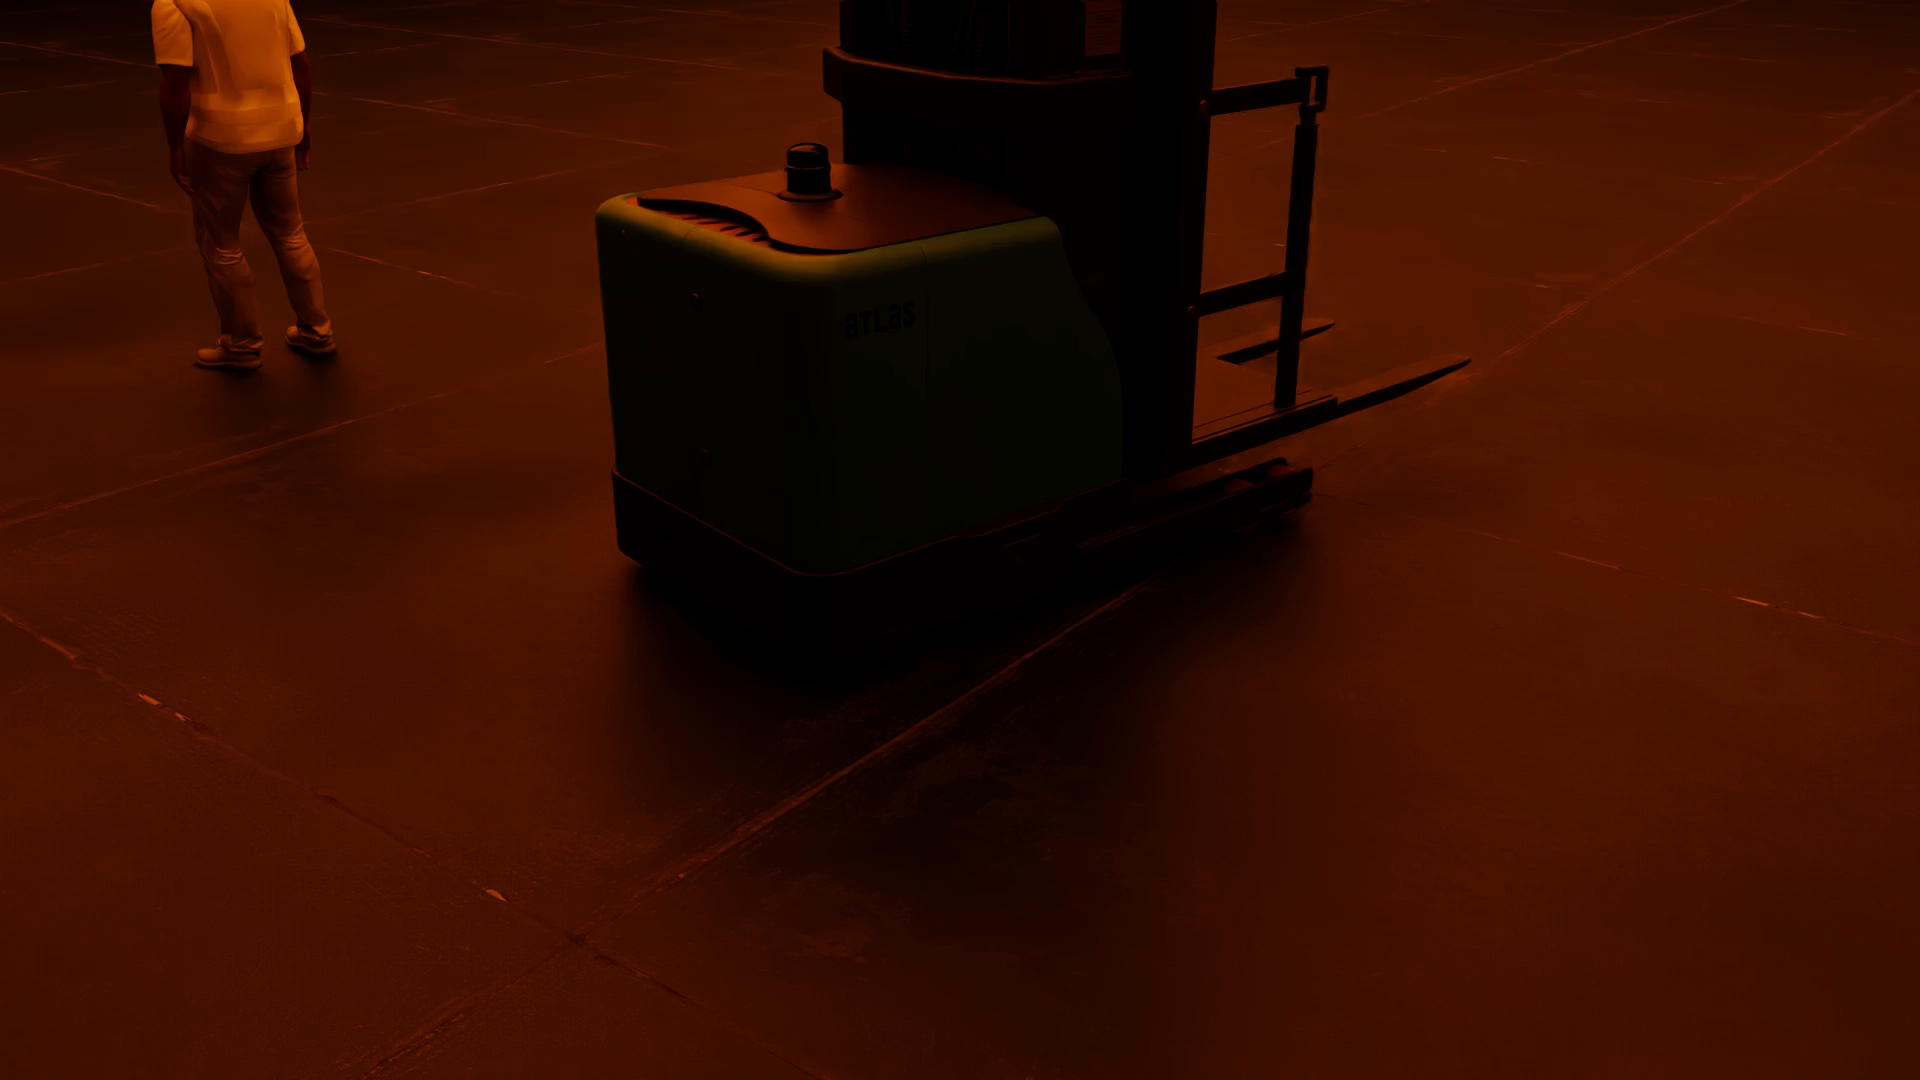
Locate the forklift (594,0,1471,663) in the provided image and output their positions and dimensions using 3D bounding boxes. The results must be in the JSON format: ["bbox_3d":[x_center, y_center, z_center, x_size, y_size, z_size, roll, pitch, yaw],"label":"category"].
[{"bbox_3d":[0.463,-1.503,4.796,3.031,2.935,1.130,-19,30,-36],"label":"forklift"}]

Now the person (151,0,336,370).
[{"bbox_3d":[-2.761,-1.541,6.367,0.442,1.762,0.634,15,28,32],"label":"person"}]
